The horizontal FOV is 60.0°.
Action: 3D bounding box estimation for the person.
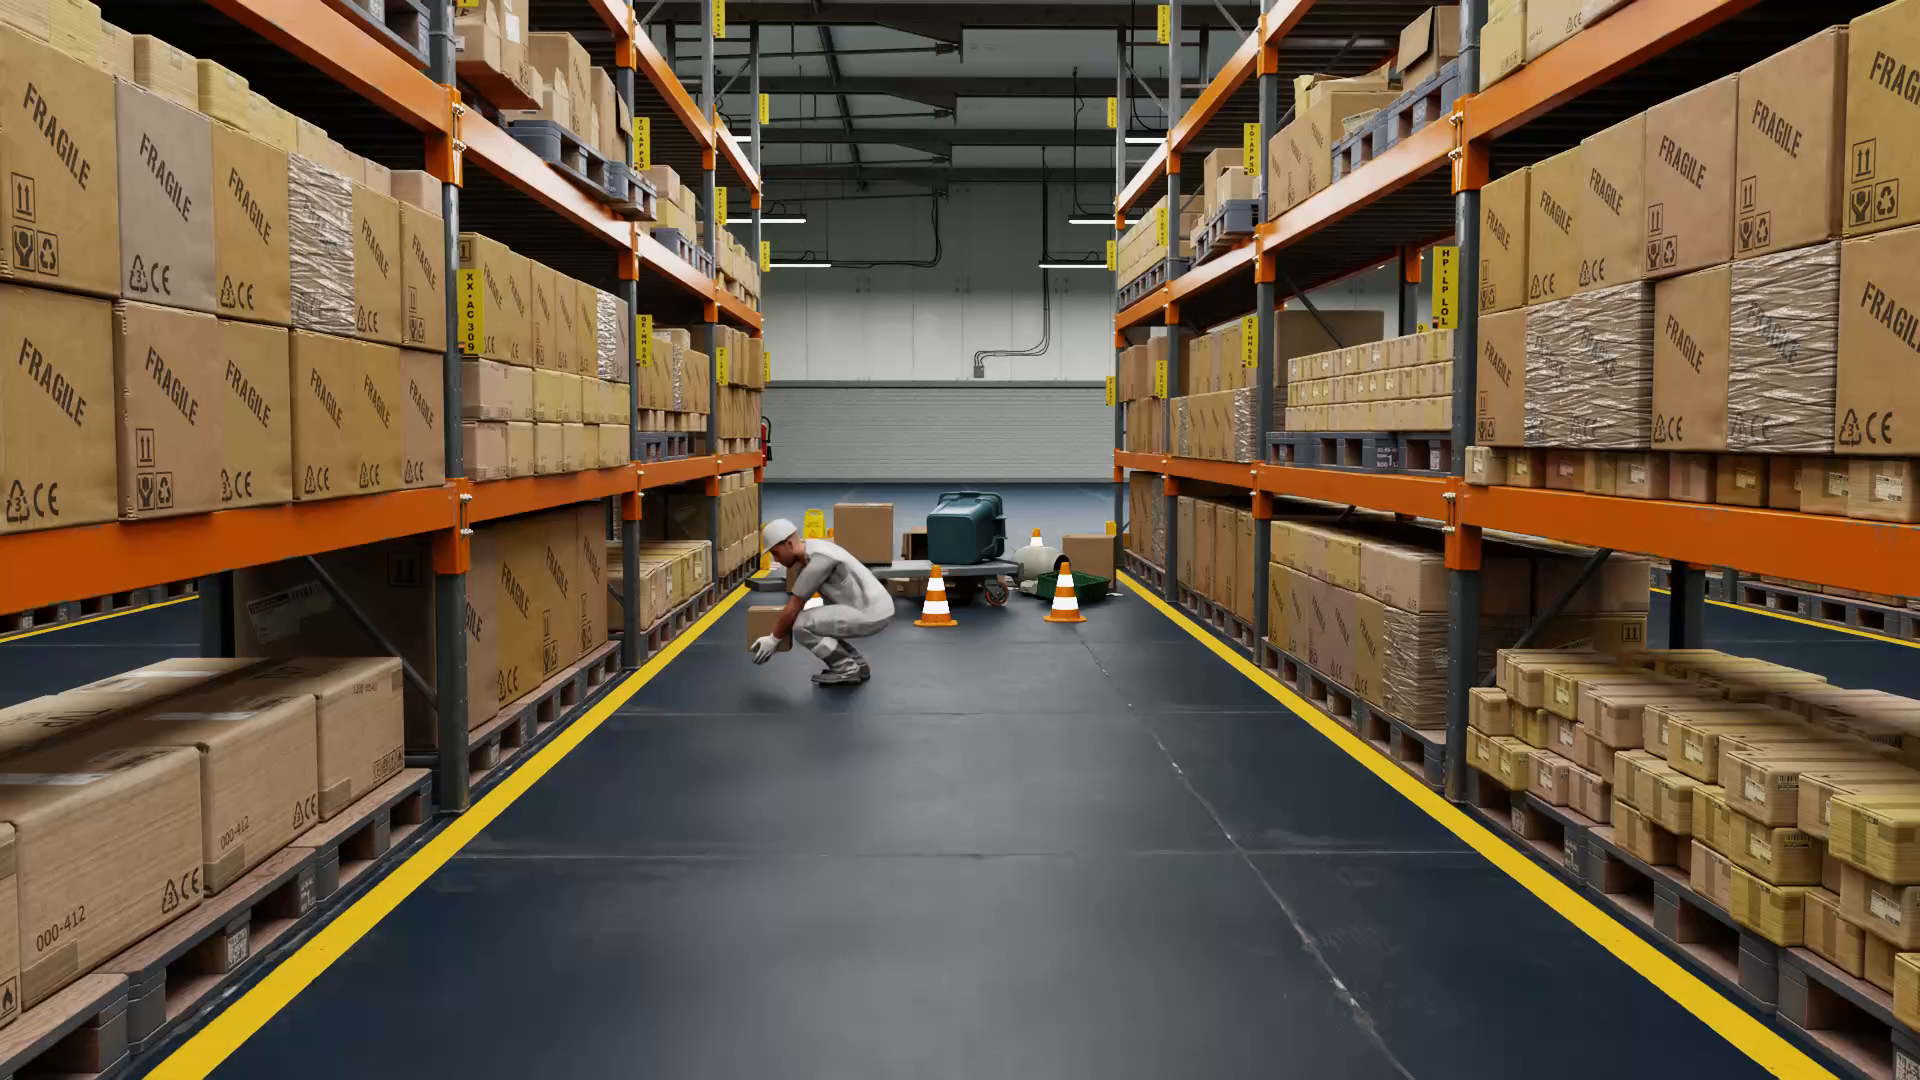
[{"bbox_3d":[-0.826,0.365,10.023,0.867,1.001,0.555,0,4,-2],"label":"person"}]
